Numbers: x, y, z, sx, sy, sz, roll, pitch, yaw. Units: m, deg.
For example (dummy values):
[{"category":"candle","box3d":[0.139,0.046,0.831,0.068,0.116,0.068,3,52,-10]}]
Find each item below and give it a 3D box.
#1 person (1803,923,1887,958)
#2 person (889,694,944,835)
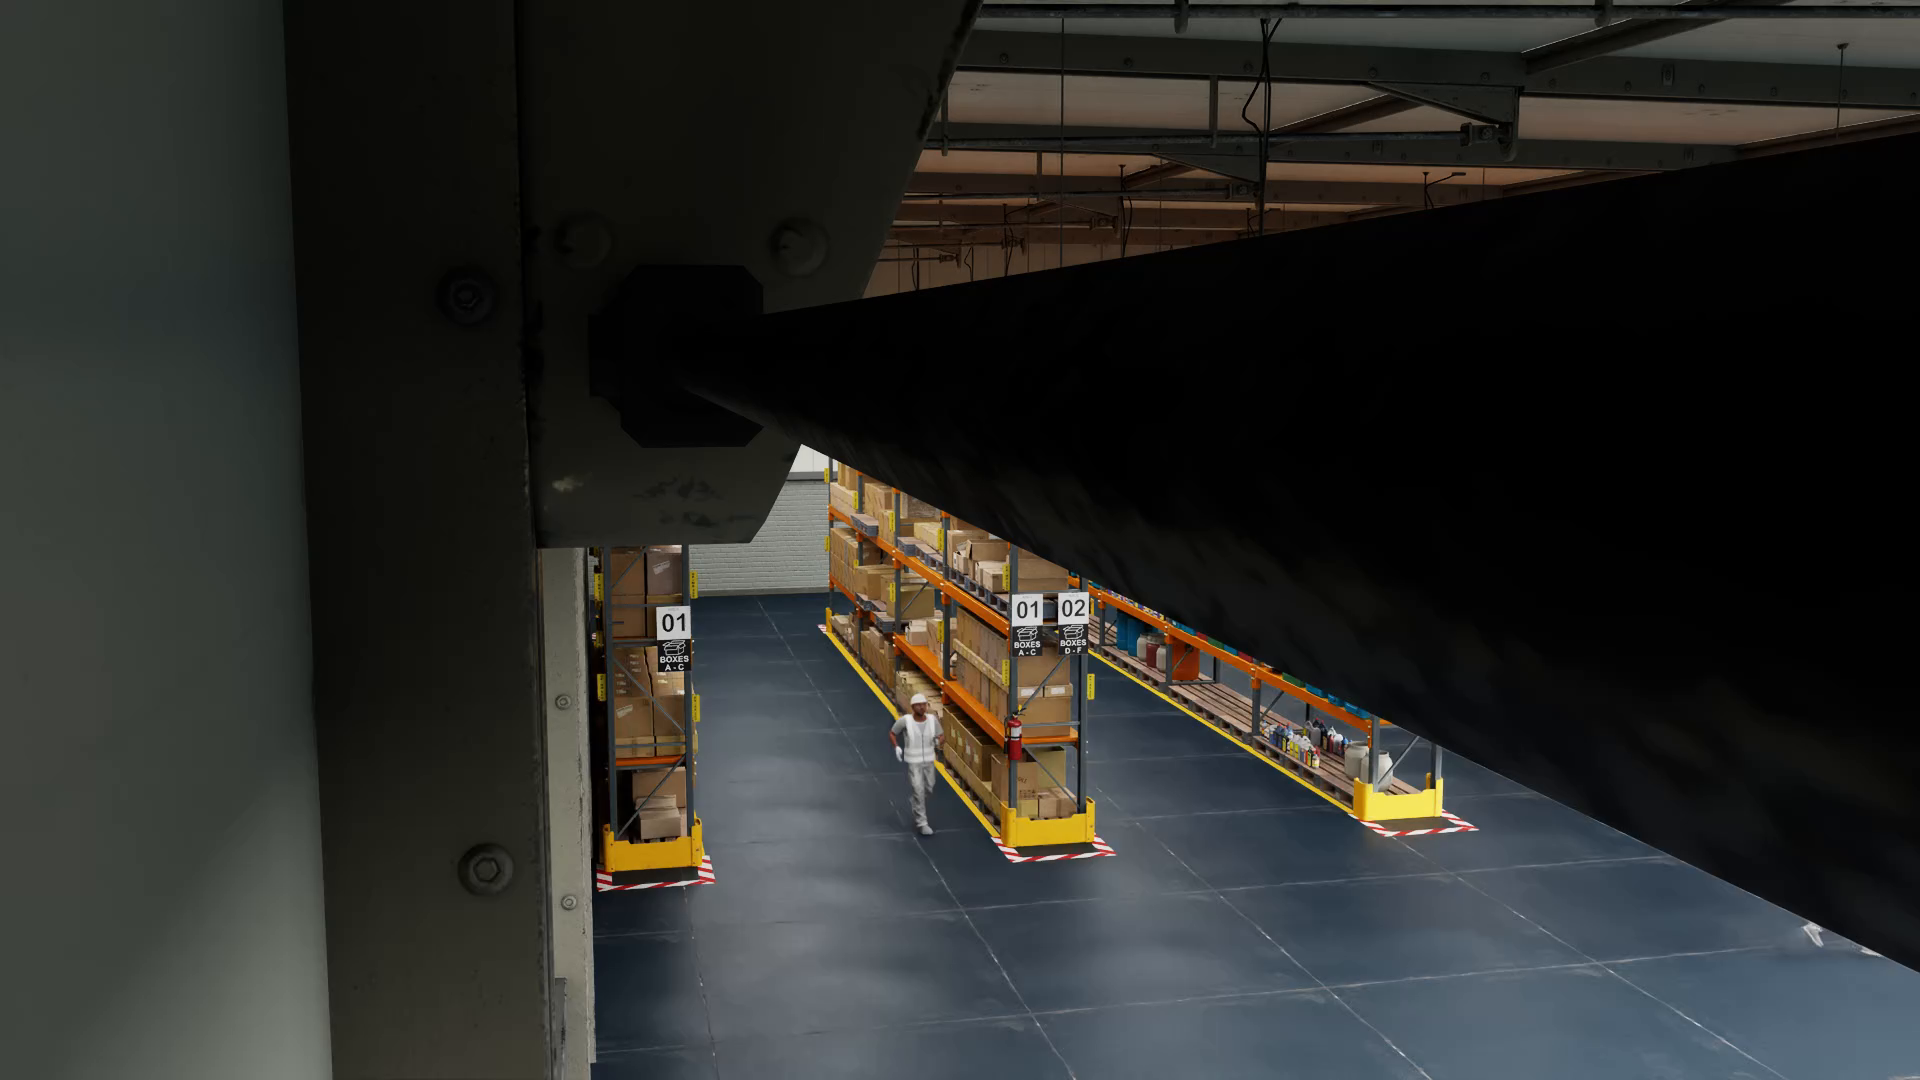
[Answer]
[{"category":"person","box3d":[9.142,3.467,17.084,0.901,1.693,0.616,1,7,5]},{"category":"person","box3d":[-0.527,2.872,21.631,0.693,1.763,0.986,-3,7,-23]}]
